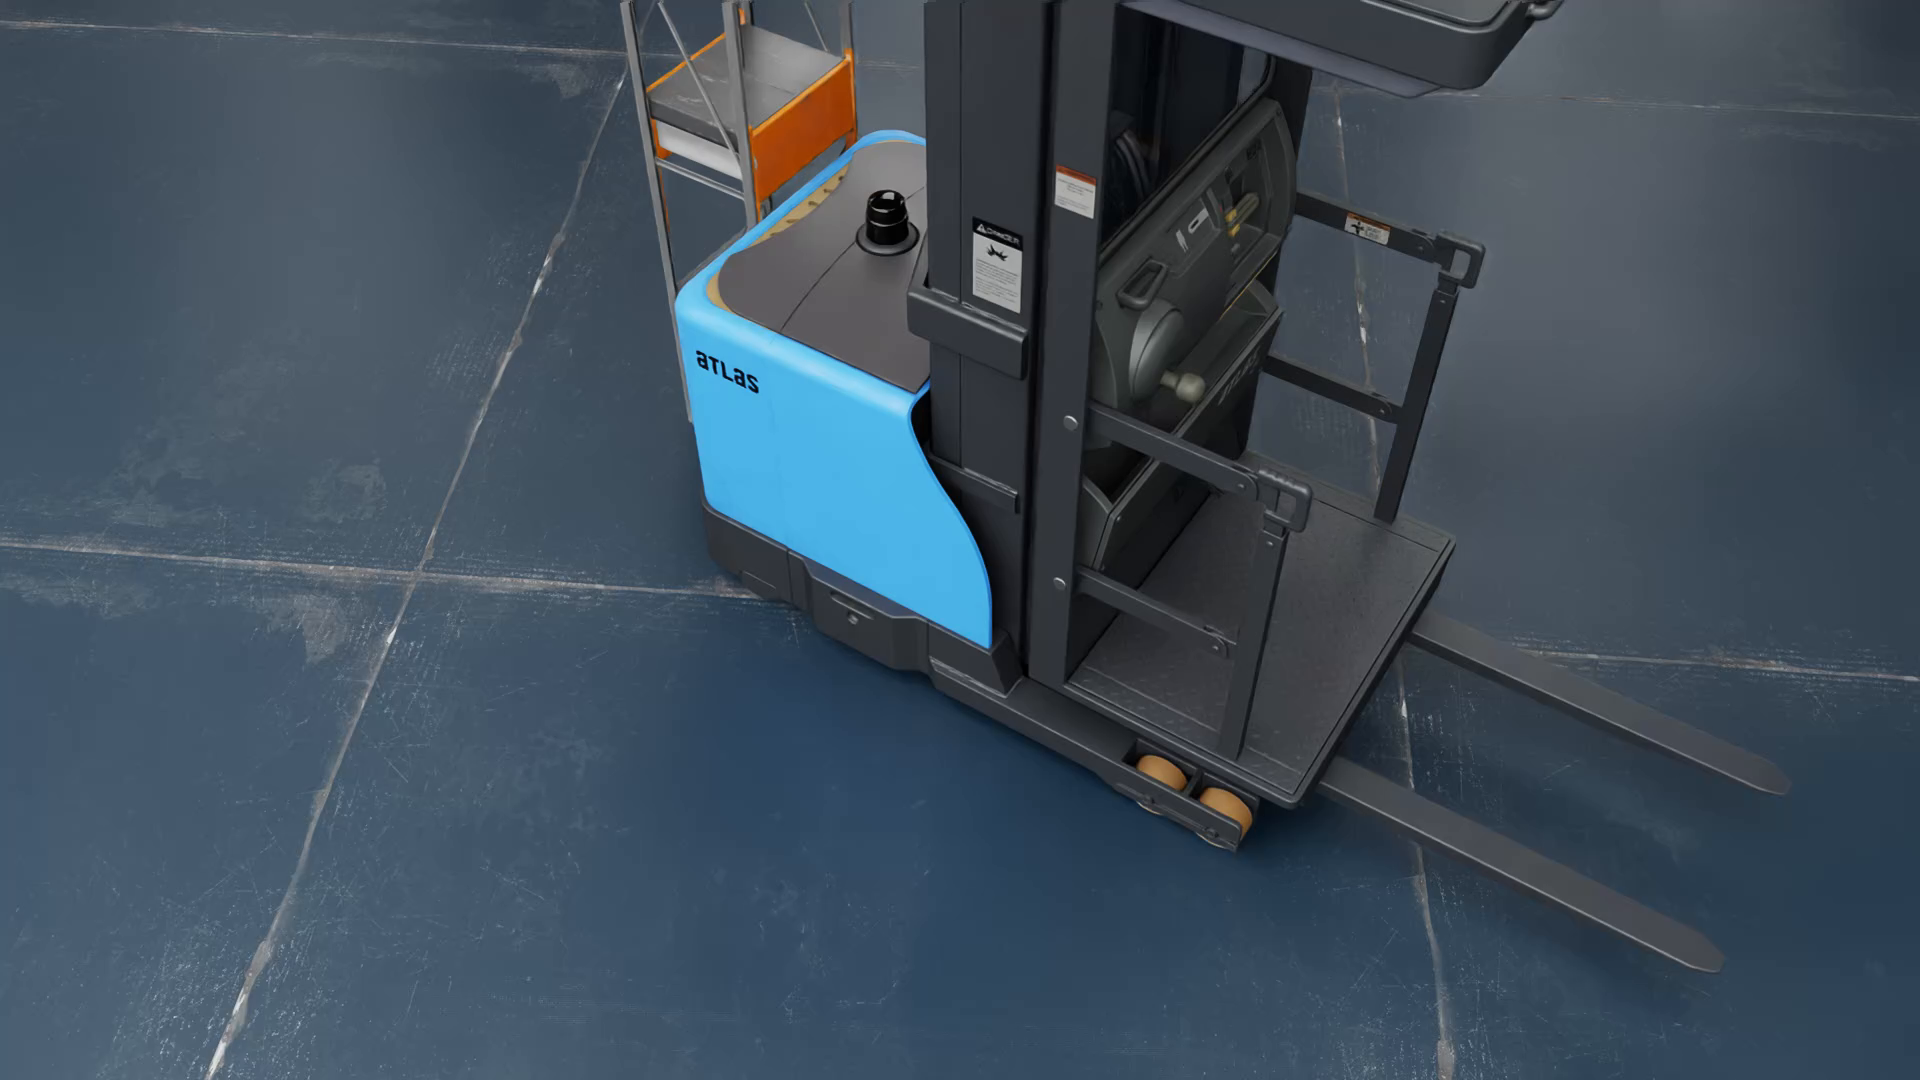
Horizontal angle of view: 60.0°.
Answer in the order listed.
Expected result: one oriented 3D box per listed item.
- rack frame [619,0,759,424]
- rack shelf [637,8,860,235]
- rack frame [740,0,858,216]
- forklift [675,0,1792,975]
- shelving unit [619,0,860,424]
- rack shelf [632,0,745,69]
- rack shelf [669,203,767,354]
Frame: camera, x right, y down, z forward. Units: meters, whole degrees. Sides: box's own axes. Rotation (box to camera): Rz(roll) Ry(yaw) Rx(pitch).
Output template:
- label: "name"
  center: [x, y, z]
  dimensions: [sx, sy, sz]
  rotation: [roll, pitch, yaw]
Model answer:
- label: "rack frame"
  center: [-0.745, -1.033, 4.772]
  dimensions: [0.400, 2.100, 0.015]
  rotation: [26, 53, 22]
- label: "rack shelf"
  center: [-0.611, -1.174, 4.920]
  dimensions: [0.431, 0.518, 0.480]
  rotation: [26, 53, 22]
- label: "rack frame"
  center: [-0.478, -1.334, 5.047]
  dimensions: [0.400, 2.100, 0.015]
  rotation: [26, 53, 22]
- label: "forklift"
  center: [0.738, -0.612, 3.824]
  dimensions: [3.031, 2.935, 1.130]
  rotation: [26, 53, 22]
- label: "shelving unit"
  center: [-0.611, -1.183, 4.909]
  dimensions: [0.431, 2.100, 0.503]
  rotation: [26, 53, 22]
- label: "rack shelf"
  center: [-0.611, -1.647, 4.403]
  dimensions: [0.431, 0.518, 0.480]
  rotation: [26, 53, 22]
- label: "rack shelf"
  center: [-0.611, -0.702, 5.436]
  dimensions: [0.431, 0.518, 0.480]
  rotation: [26, 53, 22]
